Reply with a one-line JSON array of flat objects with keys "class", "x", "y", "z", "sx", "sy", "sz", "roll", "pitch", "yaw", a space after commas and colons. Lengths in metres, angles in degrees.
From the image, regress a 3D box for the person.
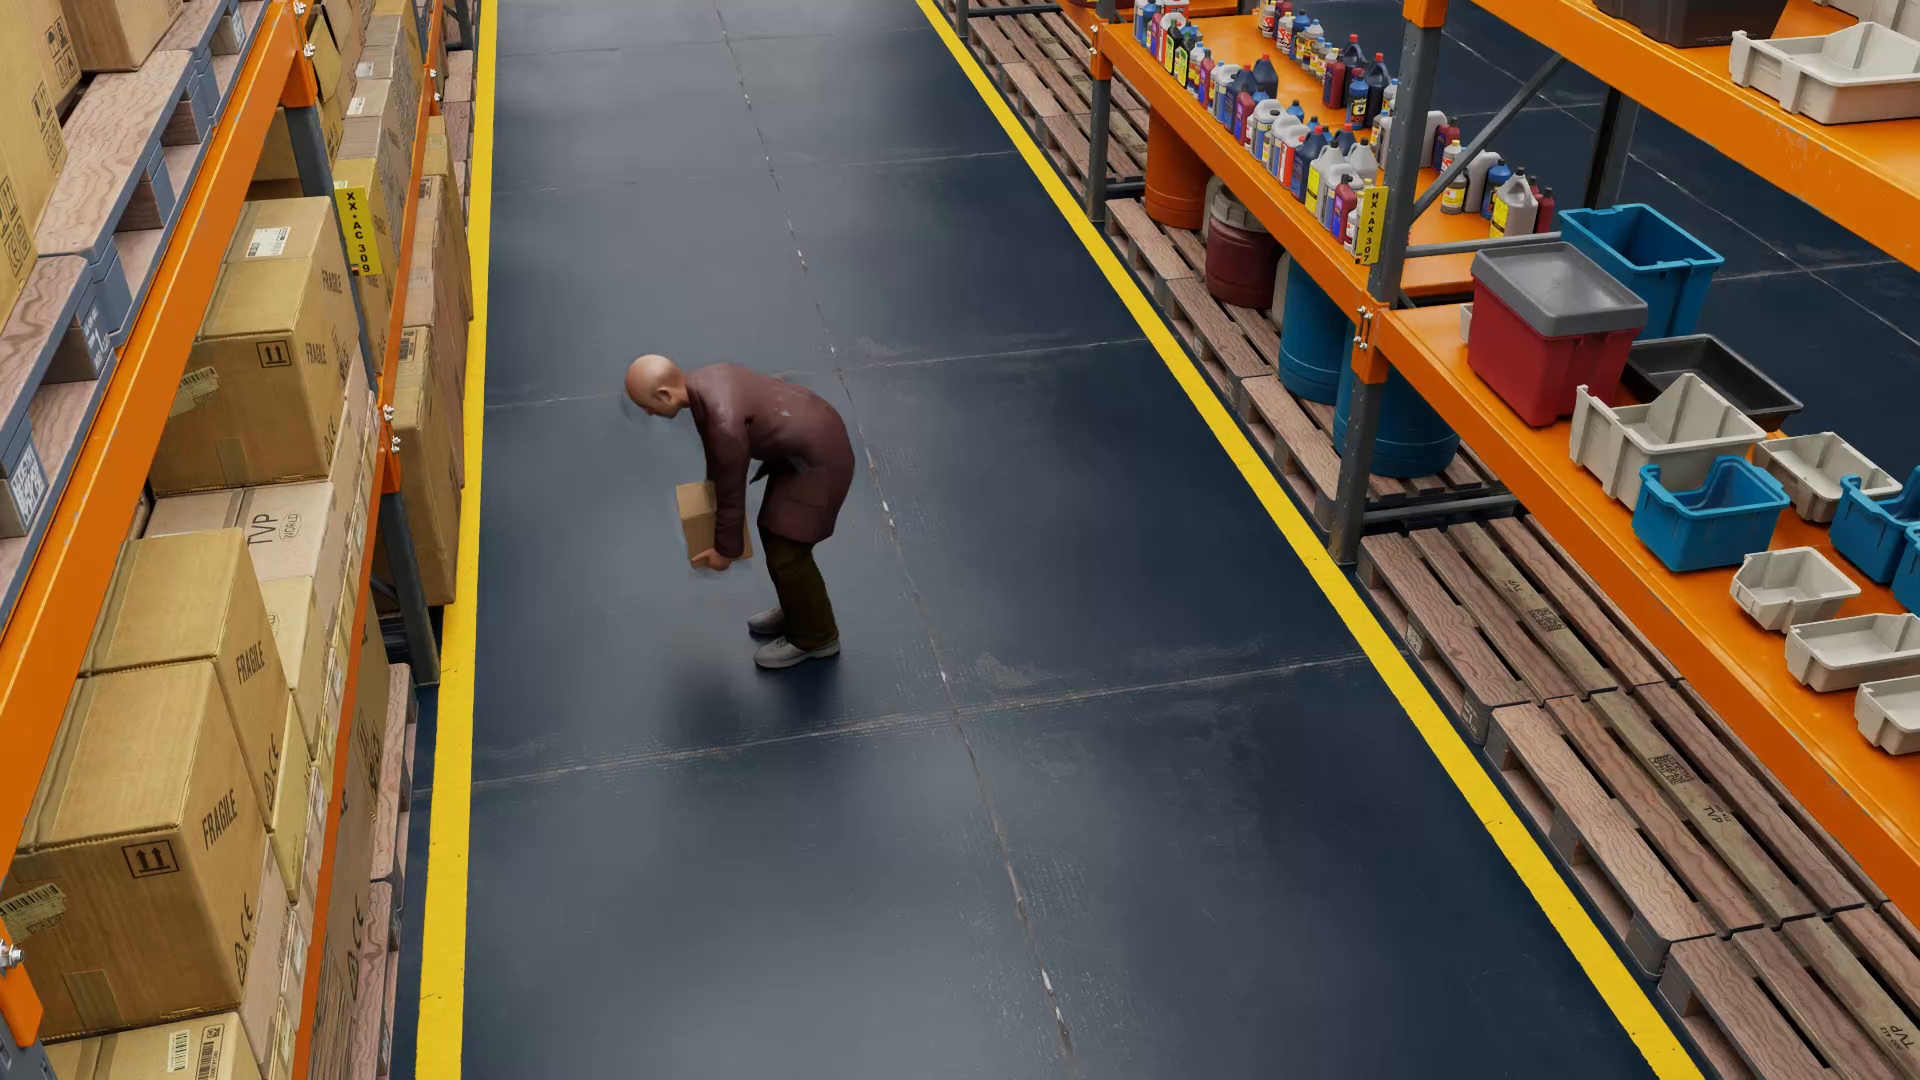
[{"class": "person", "x": -0.845, "y": -0.133, "z": 6.683, "sx": 0.859, "sy": 1.416, "sz": 0.541, "roll": -8, "pitch": 35, "yaw": -12}]
